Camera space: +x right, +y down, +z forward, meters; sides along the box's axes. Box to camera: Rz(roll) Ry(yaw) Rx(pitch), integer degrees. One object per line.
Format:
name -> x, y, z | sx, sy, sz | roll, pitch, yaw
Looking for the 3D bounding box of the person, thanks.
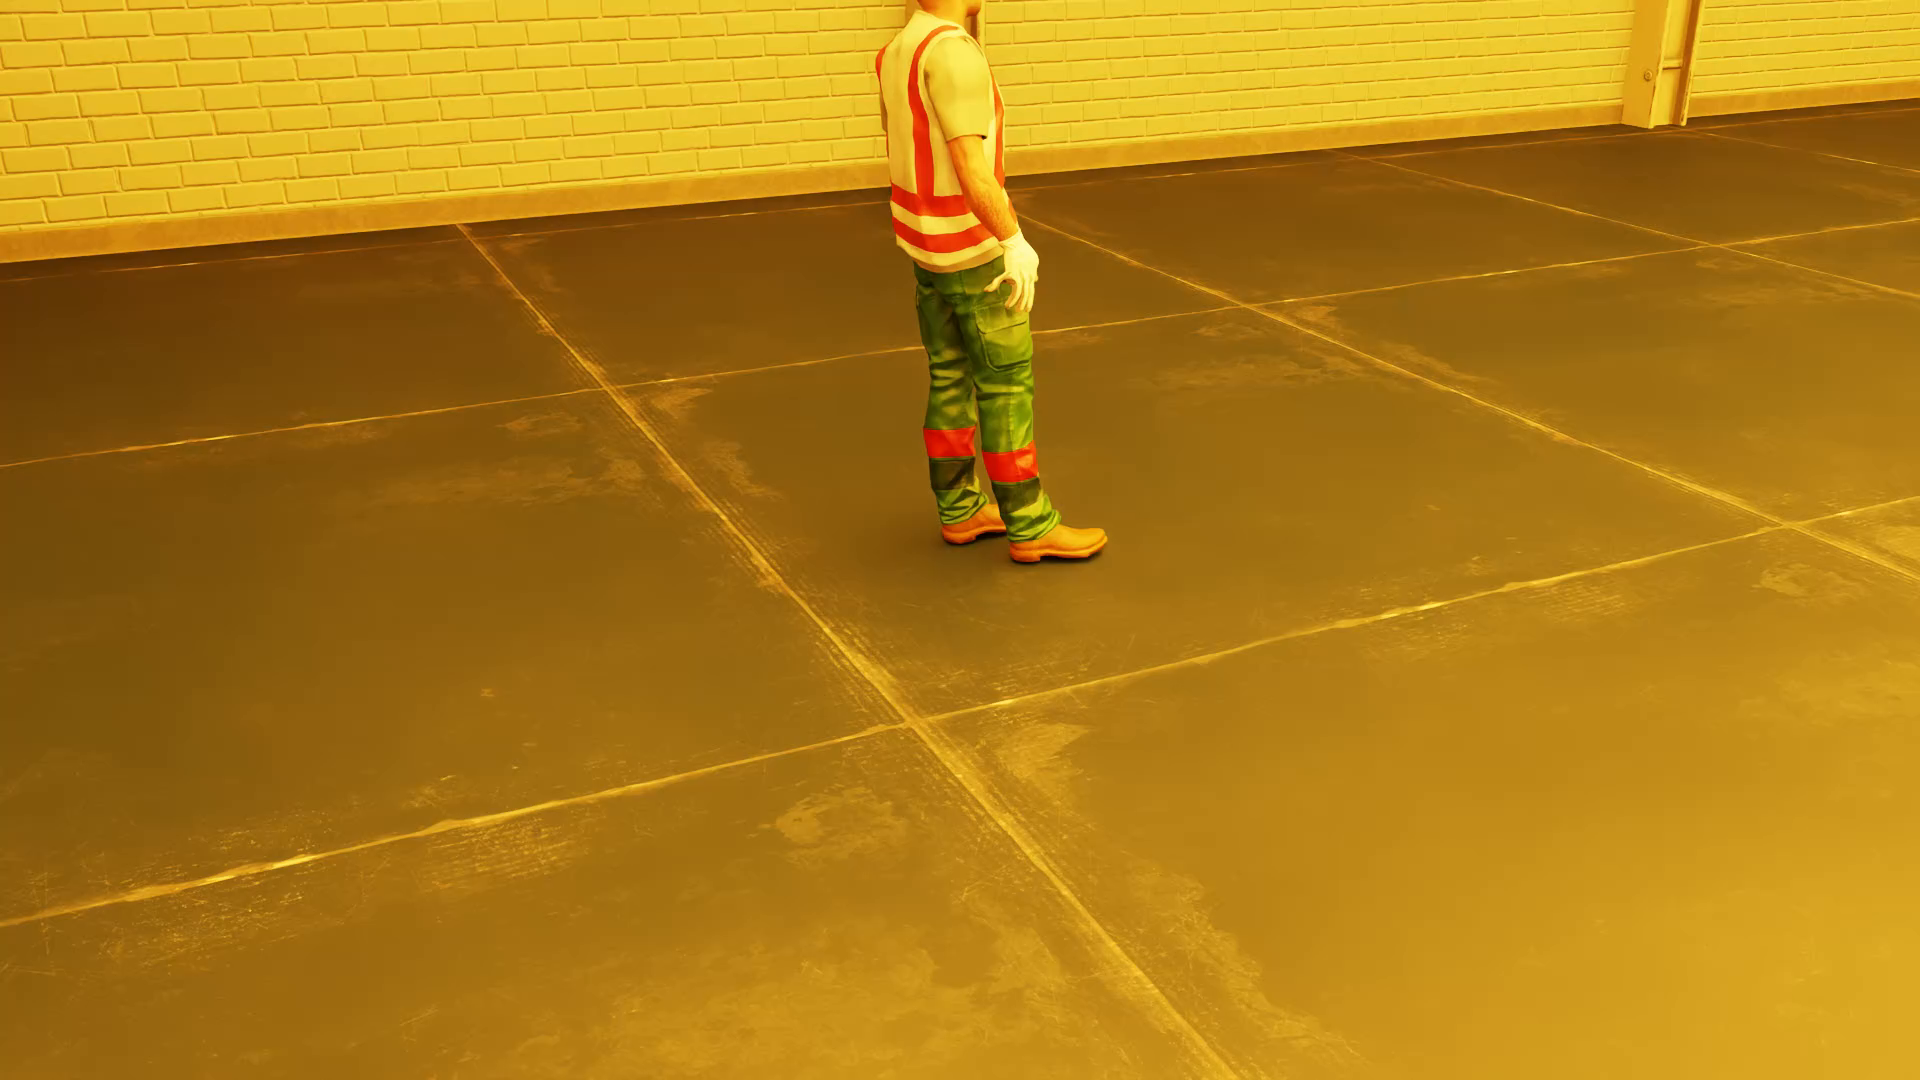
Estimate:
person -> 0.080, -0.842, 4.782 | 0.559, 1.787, 0.637 | -10, 25, -23
